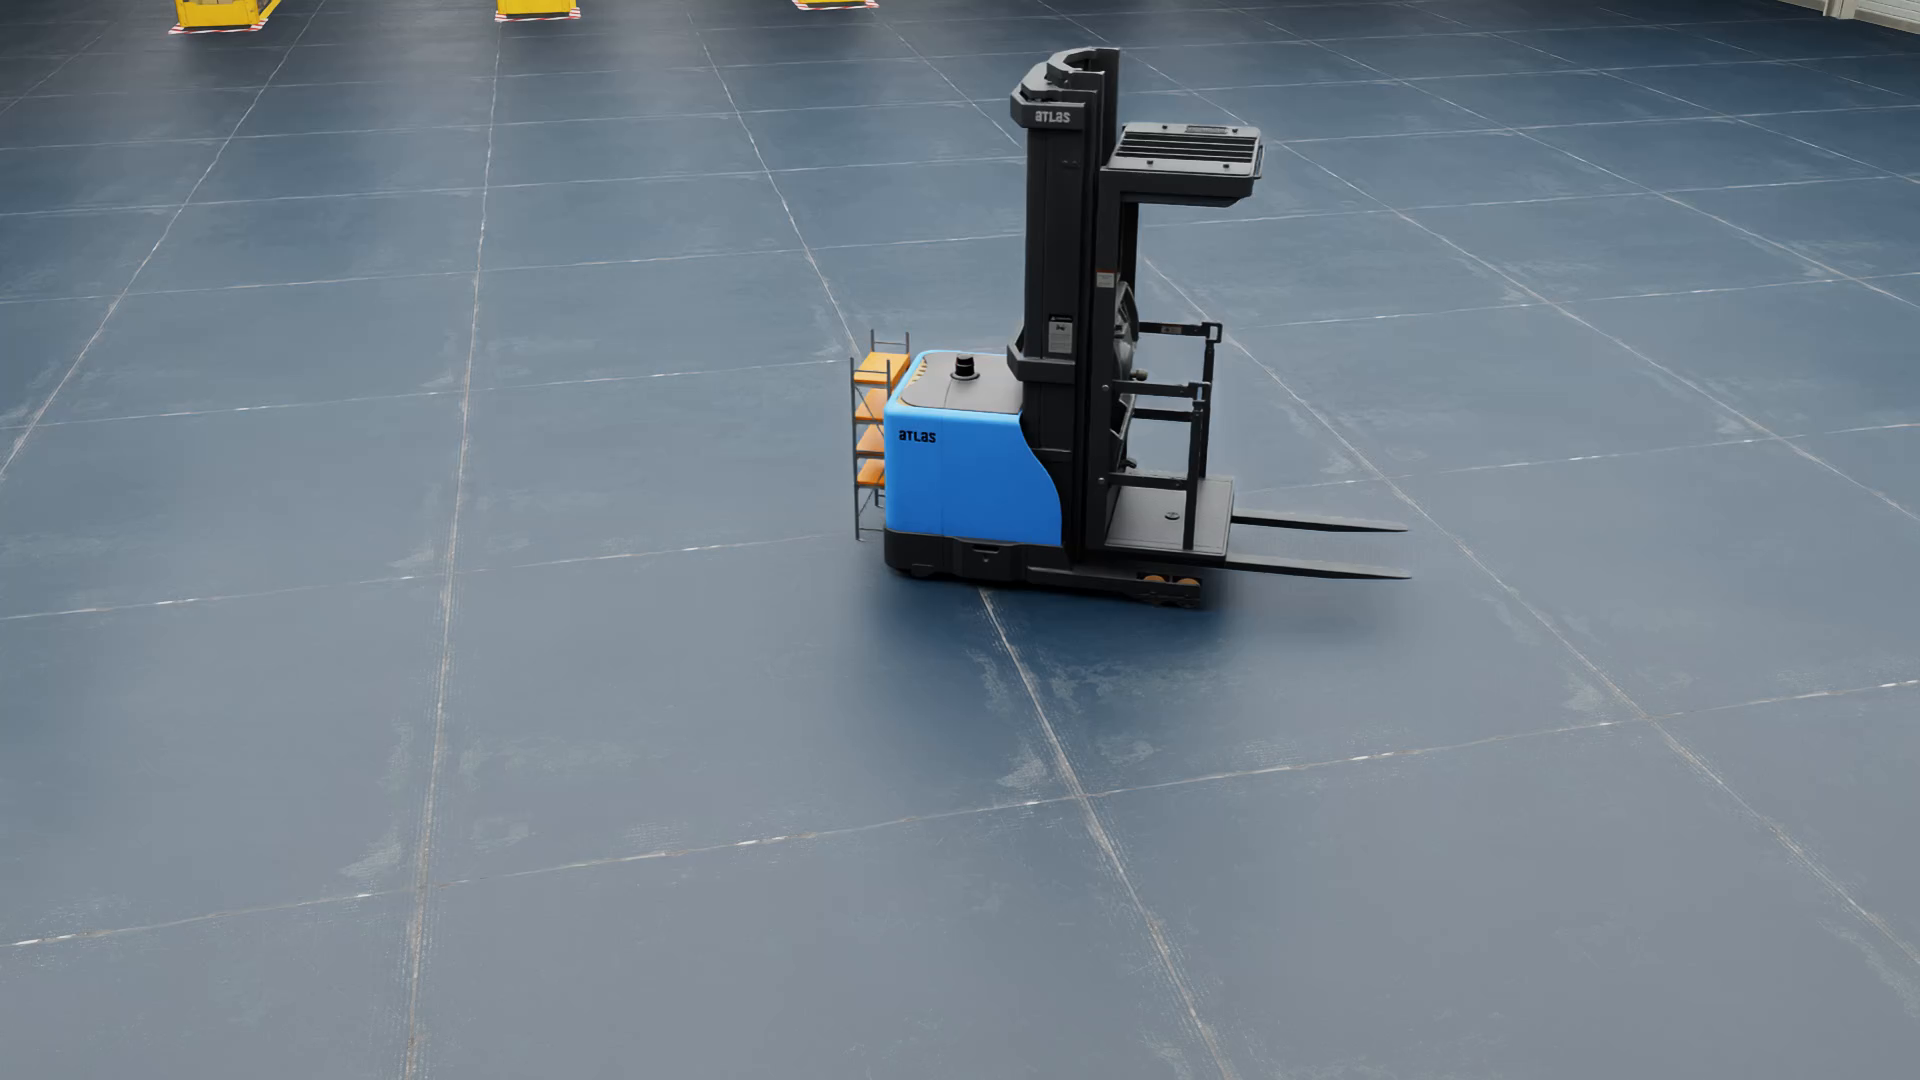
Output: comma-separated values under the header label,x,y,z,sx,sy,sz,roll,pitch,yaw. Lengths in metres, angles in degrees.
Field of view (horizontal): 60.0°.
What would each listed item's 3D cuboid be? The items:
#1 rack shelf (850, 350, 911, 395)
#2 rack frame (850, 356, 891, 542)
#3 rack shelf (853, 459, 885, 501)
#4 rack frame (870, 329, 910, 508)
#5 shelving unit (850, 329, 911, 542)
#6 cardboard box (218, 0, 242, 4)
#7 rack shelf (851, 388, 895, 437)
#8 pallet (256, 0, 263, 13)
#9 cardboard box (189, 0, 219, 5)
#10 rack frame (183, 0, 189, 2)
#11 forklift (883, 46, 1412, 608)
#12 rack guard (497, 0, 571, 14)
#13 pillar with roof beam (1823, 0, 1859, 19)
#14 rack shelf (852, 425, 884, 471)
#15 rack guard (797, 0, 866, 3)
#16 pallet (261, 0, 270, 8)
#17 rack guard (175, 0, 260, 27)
label,x,y,z,sx,sy,sz,roll,pitch,yaw
rack shelf,-0.476,-0.982,9.992,0.258,0.148,0.480,5,27,10
rack frame,-0.524,-0.523,9.955,0.240,1.200,0.015,5,27,10
rack shelf,-0.475,-0.394,10.288,0.258,0.148,0.480,5,27,10
rack frame,-0.427,-0.739,10.382,0.240,1.200,0.015,5,27,10
shelving unit,-0.475,-0.631,10.169,0.258,1.200,0.503,5,27,10
cardboard box,-11.749,-8.830,27.001,0.500,0.250,0.500,-6,27,-12
rack shelf,-0.475,-0.771,10.098,0.258,0.148,0.480,5,27,10
pallet,-12.058,-8.699,27.250,1.003,0.211,1.213,-6,27,-12
cardboard box,-12.254,-8.778,26.897,0.500,0.250,0.500,-6,27,-12
rack frame,-11.845,-9.612,25.965,1.000,3.000,0.127,-6,27,-12
forklift,1.122,-1.182,9.339,3.031,2.935,1.130,5,27,10
rack guard,-7.081,-9.026,27.578,1.175,0.500,0.348,-6,27,-12
pillar with roof beam,10.177,-12.133,24.301,9.100,9.000,0.400,-6,27,-12
rack shelf,-0.475,-0.571,10.199,0.258,0.148,0.480,5,27,10
rack guard,-2.210,-9.534,28.584,1.175,0.500,0.348,-6,27,-12
pallet,-12.329,-9.233,28.309,1.003,0.211,1.213,-6,27,-12
rack guard,-11.839,-8.486,26.508,1.175,0.500,0.348,-6,27,-12
